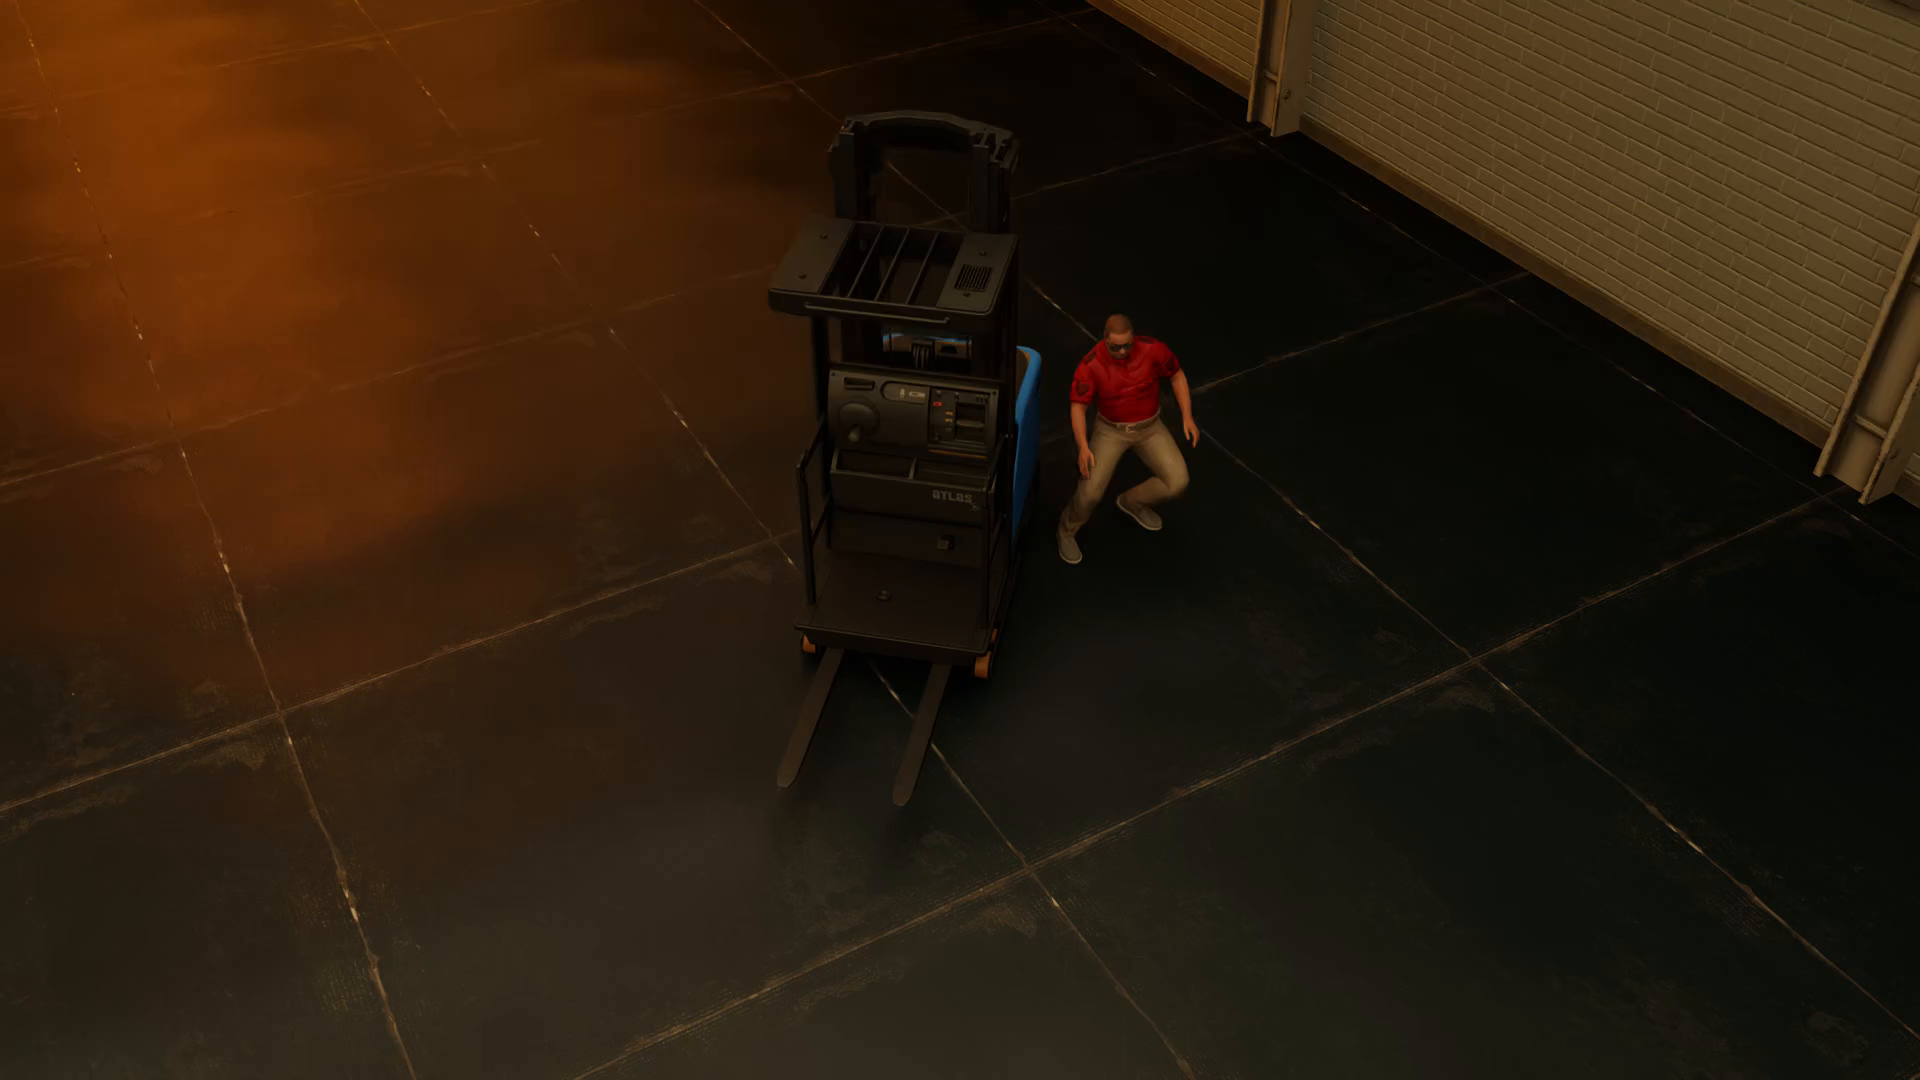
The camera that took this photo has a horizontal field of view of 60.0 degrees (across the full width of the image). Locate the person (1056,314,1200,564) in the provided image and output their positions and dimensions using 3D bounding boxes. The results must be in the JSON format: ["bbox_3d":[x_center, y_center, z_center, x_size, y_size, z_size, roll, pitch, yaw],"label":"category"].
[{"bbox_3d":[1.000,-0.581,9.805,0.804,1.562,0.703,-5,40,-5],"label":"person"}]

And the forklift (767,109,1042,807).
[{"bbox_3d":[-0.296,-0.606,8.767,1.130,2.935,3.031,8,40,9],"label":"forklift"}]
